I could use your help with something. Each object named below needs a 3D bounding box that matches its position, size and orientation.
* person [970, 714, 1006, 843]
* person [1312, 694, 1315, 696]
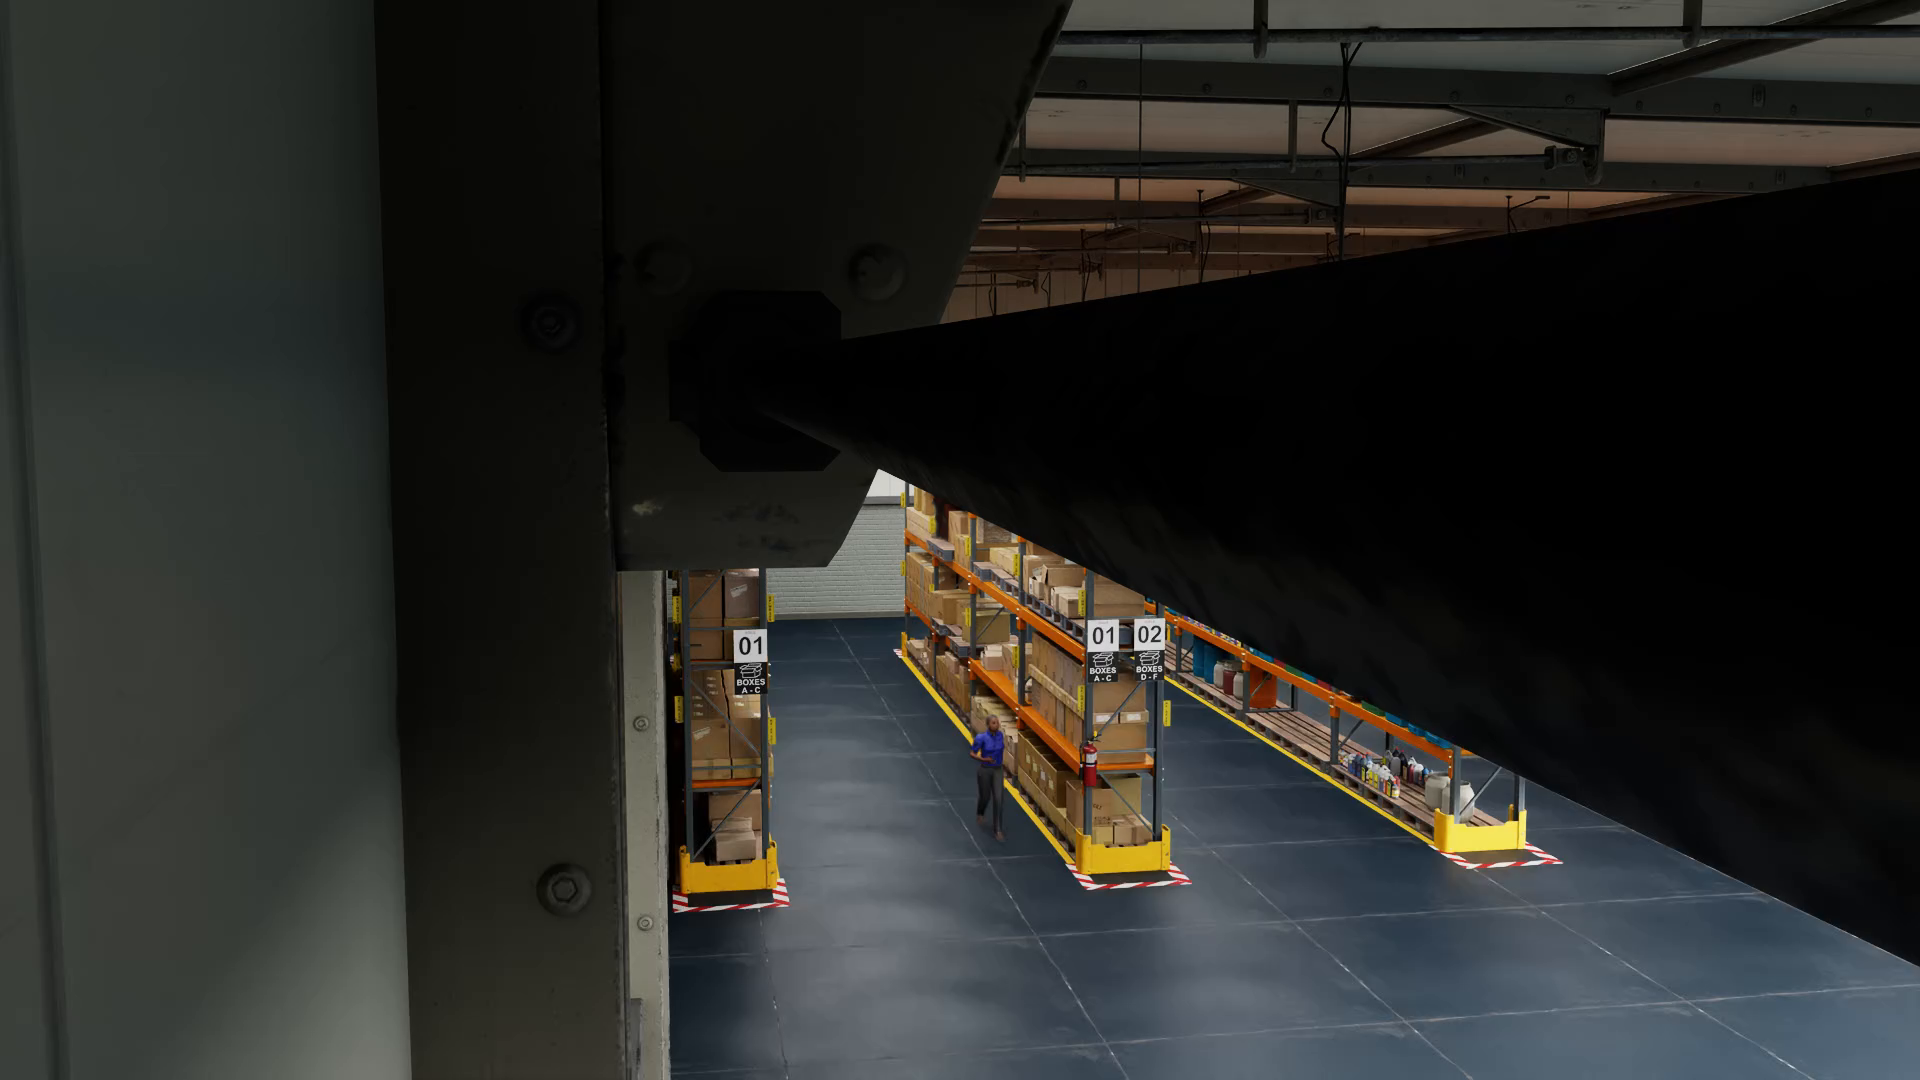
[{"bbox_3d":[0.386,3.179,22.518,0.566,1.677,0.867,-2,6,-20],"label":"person"},{"bbox_3d":[6.760,2.143,32.495,0.647,1.738,0.895,-2,6,-22],"label":"person"}]
